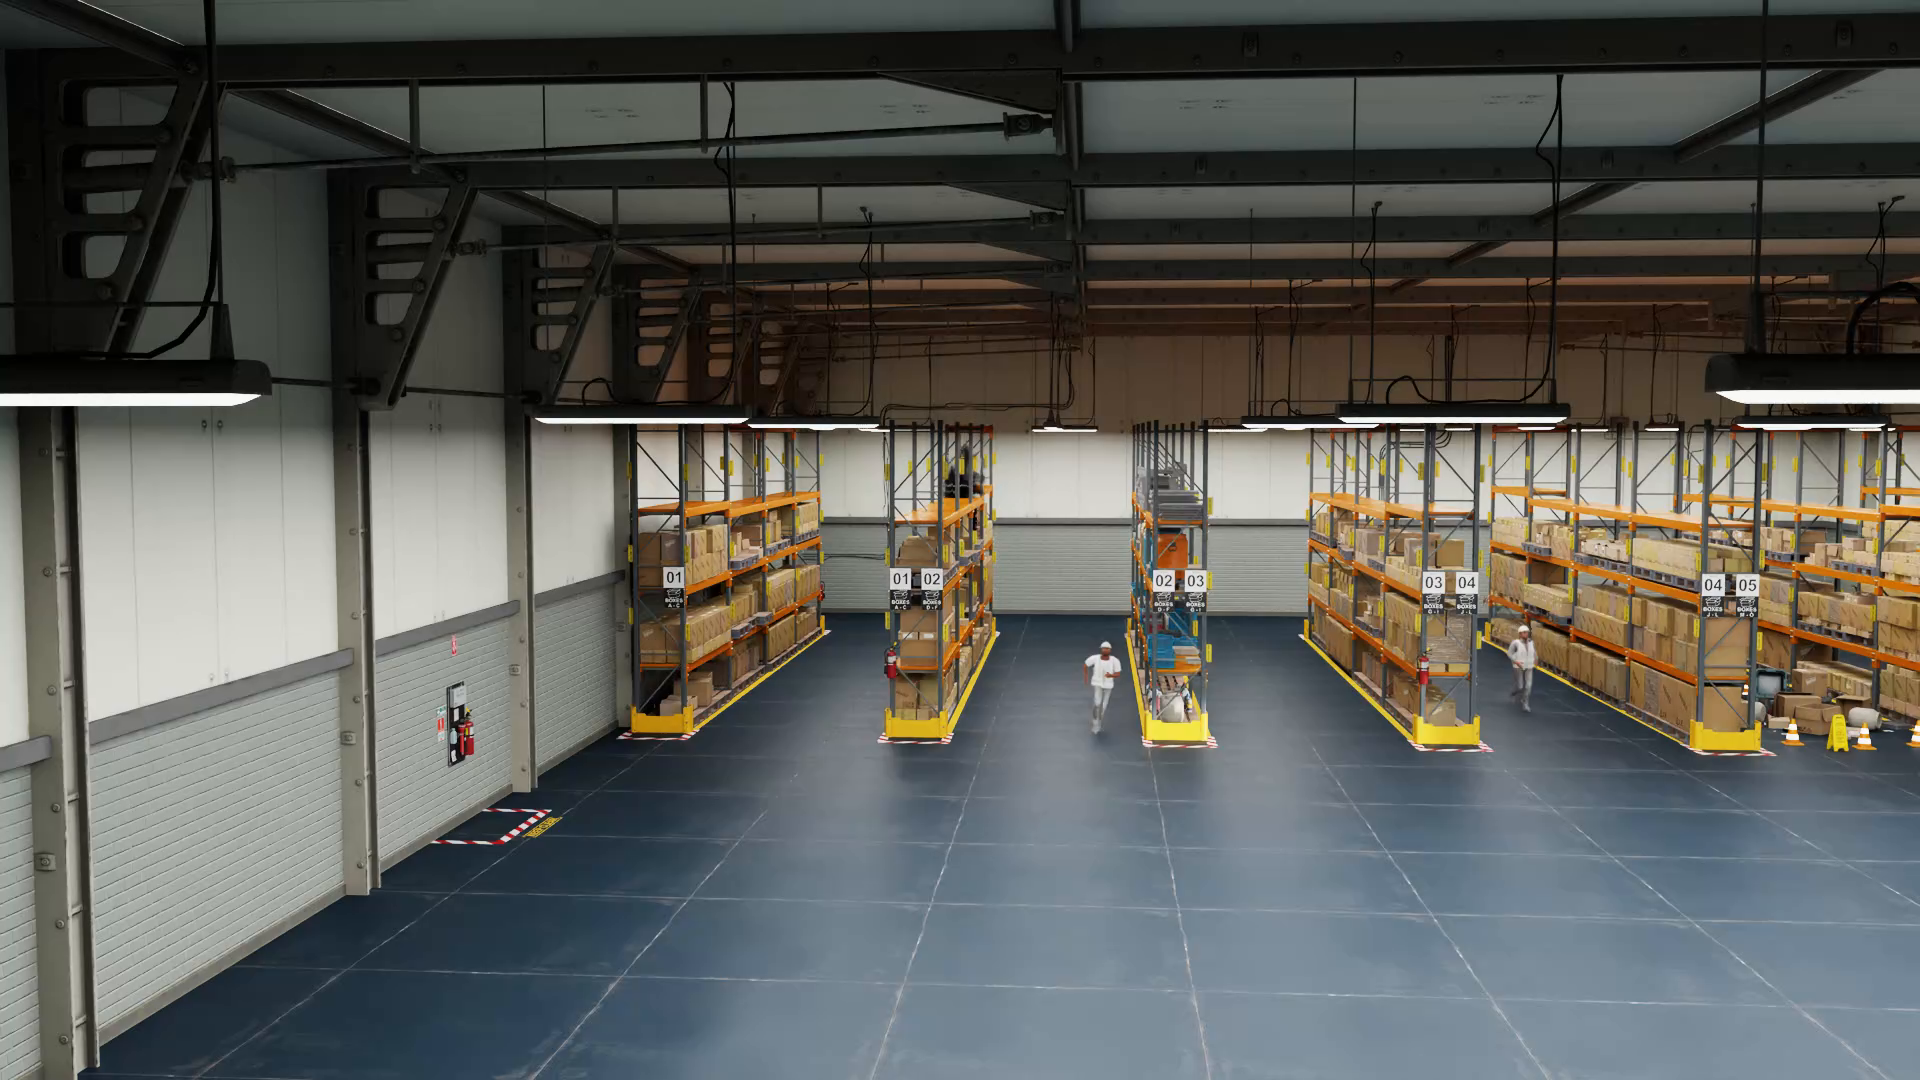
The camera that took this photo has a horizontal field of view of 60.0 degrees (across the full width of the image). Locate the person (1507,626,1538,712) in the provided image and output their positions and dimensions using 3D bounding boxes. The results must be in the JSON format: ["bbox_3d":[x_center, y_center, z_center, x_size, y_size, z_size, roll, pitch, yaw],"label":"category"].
[{"bbox_3d":[11.749,2.660,34.720,0.684,1.763,0.701,0,4,-6],"label":"person"}]

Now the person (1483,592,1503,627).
[{"bbox_3d":[15.275,1.853,47.481,0.548,1.722,0.728,-1,4,-10],"label":"person"}]

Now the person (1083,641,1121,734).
[{"bbox_3d":[2.750,2.836,32.015,0.687,1.766,0.690,0,4,-6],"label":"person"}]
